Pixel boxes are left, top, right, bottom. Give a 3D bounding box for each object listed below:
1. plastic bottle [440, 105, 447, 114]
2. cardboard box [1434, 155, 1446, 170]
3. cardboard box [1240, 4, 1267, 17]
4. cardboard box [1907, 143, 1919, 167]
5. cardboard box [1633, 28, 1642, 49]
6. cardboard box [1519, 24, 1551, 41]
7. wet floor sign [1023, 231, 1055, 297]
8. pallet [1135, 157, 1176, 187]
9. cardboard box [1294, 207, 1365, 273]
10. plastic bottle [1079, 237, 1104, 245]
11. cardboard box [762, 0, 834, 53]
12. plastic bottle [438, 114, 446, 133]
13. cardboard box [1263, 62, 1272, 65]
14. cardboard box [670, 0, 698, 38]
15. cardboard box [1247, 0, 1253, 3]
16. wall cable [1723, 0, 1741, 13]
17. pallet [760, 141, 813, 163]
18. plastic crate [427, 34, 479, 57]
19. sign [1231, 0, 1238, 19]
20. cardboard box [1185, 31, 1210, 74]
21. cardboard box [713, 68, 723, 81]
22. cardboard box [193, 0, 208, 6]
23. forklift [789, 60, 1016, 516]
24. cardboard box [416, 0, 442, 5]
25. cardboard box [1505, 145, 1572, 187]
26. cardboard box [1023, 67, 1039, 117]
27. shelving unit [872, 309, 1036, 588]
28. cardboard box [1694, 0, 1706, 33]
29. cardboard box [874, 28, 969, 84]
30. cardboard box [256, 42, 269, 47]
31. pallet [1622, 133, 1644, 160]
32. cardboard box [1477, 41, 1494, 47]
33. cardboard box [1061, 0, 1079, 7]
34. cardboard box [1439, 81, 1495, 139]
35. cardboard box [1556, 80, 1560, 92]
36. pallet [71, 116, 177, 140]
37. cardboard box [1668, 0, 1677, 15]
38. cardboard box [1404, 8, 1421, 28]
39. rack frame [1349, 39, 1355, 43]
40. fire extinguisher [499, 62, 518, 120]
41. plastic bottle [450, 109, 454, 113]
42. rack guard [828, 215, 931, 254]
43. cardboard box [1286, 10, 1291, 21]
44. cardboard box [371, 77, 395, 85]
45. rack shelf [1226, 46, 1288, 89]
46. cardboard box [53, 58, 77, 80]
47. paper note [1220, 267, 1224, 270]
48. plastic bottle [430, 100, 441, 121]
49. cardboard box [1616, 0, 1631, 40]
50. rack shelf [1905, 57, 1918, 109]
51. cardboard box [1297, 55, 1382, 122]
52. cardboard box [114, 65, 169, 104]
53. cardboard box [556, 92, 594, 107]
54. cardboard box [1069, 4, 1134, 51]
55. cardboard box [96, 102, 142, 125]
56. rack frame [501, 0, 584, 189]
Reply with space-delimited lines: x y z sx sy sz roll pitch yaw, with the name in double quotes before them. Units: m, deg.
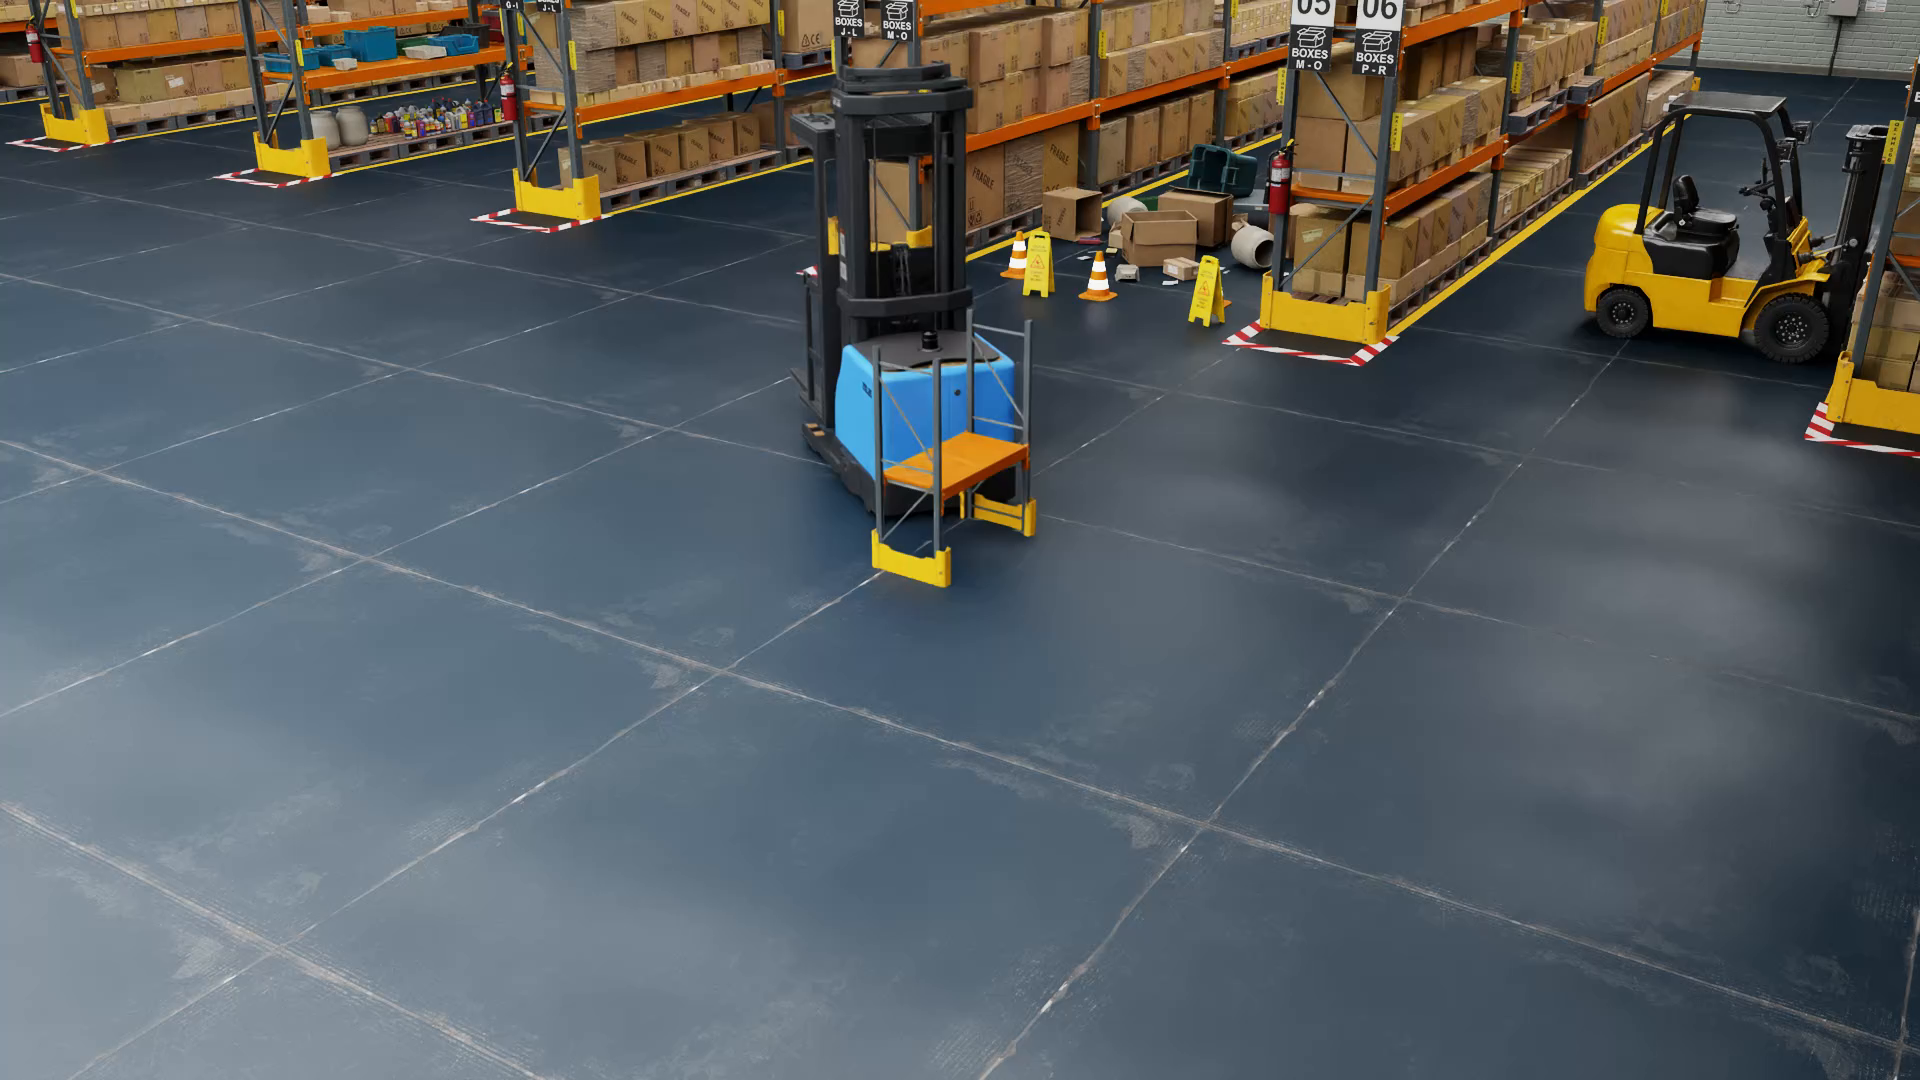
"plastic bottle" -7.866 -6.490 25.346 0.097 0.271 0.097 0 23 0
"cardboard box" 4.622 -3.807 16.583 0.380 0.149 0.250 13 27 28
"cardboard box" 4.327 -7.858 24.665 0.380 0.149 0.250 15 28 31
"cardboard box" 7.736 -3.031 13.159 0.380 0.149 0.250 14 27 29
"cardboard box" 9.182 -6.999 23.202 0.500 0.250 0.500 15 27 30
"cardboard box" 6.548 -5.831 19.097 0.380 0.149 0.250 16 28 32
"wet floor sign" 0.812 -2.833 16.982 0.267 0.644 0.232 9 25 20
"pallet" 2.241 -5.098 22.761 1.003 0.211 1.213 14 27 29
"cardboard box" 3.605 -2.935 16.242 0.500 0.500 0.500 14 27 29
"plastic bottle" 1.514 -3.434 19.105 0.283 0.061 0.133 5 24 11
"cardboard box" -2.367 -7.468 23.443 1.000 1.000 1.000 14 27 29
"plastic bottle" -7.662 -6.164 24.593 0.097 0.271 0.097 0 23 0
"cardboard box" 4.582 -7.404 26.250 0.500 0.250 0.500 15 27 30
"cardboard box" -3.703 -6.688 21.164 0.500 0.500 0.500 14 27 29
"cardboard box" 4.329 -8.350 25.802 0.380 0.149 0.250 14 27 29
"wall cable" 14.798 -11.124 31.851 0.585 1.953 0.123 14 27 29
"pallet" -2.496 -5.745 24.255 1.003 0.211 1.213 14 27 29
"plastic crate" -7.466 -7.301 24.526 0.499 0.251 0.616 14 27 29
"sign" 3.838 -7.454 23.236 0.100 0.325 0.005 14 27 29
"cardboard box" 3.091 -6.708 22.843 0.500 0.500 0.500 14 27 29
"cardboard box" -3.373 -6.194 22.097 0.380 0.149 0.250 14 27 29
"cardboard box" -12.090 -8.527 26.230 0.380 0.149 0.250 15 28 31
"forklift" -0.592 -2.068 12.339 1.130 2.935 3.031 -8 25 -18
"cardboard box" -9.846 -9.887 30.425 0.500 0.311 0.500 14 27 28
"cardboard box" 7.317 -4.833 21.418 0.950 0.372 0.625 12 26 25
"cardboard box" 0.415 -5.282 19.487 0.875 0.550 0.550 14 27 29
"shelving unit" 4.009 -3.359 16.743 1.500 1.800 16.433 16 28 32
"cardboard box" 11.814 -8.563 27.128 0.500 0.500 0.500 14 27 29
"cardboard box" -0.415 -5.225 17.995 0.875 0.550 0.550 14 27 29
"cardboard box" -14.126 -9.877 32.883 0.700 0.500 0.500 14 27 29
"pallet" 9.391 -5.829 24.449 1.003 0.211 1.213 14 27 29
"cardboard box" 5.823 -5.432 18.992 0.500 0.500 0.500 14 27 29
"cardboard box" 1.785 -9.633 29.541 0.500 0.250 0.500 13 27 28
"cardboard box" 5.225 -4.490 17.346 0.500 0.500 0.500 15 28 31
"cardboard box" 6.901 -5.413 19.765 0.380 0.149 0.250 13 27 27
"pallet" -13.062 -6.476 25.944 1.003 0.211 1.213 14 27 29
"cardboard box" 10.462 -8.169 24.960 0.500 0.500 0.500 13 27 28
"cardboard box" 3.855 -4.640 14.733 0.380 0.149 0.250 14 27 29
"rack frame" 7.585 -9.738 29.969 1.000 3.000 0.127 14 27 29
"fire extinguisher" -5.467 -5.434 20.124 0.296 0.674 0.183 14 27 29
"plastic bottle" -7.580 -6.316 24.930 0.061 0.283 0.133 14 27 29
"rack guard" -0.868 -3.183 17.973 1.175 0.500 0.348 14 27 29
"cardboard box" 4.883 -8.073 25.537 0.380 0.149 0.250 12 26 26
"cardboard box" -10.355 -8.202 29.352 0.500 0.250 0.500 13 27 27
"rack shelf" 4.420 -7.383 25.434 1.077 0.370 4.000 14 27 29
"cardboard box" -16.043 -8.572 29.868 0.500 0.500 0.500 12 26 25
"paper note" 2.787 -2.959 18.060 0.142 0.019 0.148 -17 29 -35
"plastic bottle" -7.991 -6.537 25.354 0.144 0.351 0.185 13 26 27
"cardboard box" 8.631 -6.996 22.250 0.500 0.500 0.500 15 27 30
"rack shelf" 8.678 -4.017 13.884 1.077 0.370 4.000 14 27 29
"cardboard box" 3.488 -4.194 15.404 0.700 0.500 0.500 13 27 28
"cardboard box" -12.695 -7.067 25.788 0.500 0.500 0.500 14 27 29
"cardboard box" -4.663 -5.343 20.132 0.380 0.149 0.250 14 27 29
"cardboard box" 1.782 -6.536 21.187 0.700 0.500 0.500 13 27 28
"cardboard box" -12.958 -6.554 25.547 0.500 0.250 0.500 14 27 29
"rack frame" -5.015 -5.412 19.975 1.000 3.000 0.127 14 27 29
